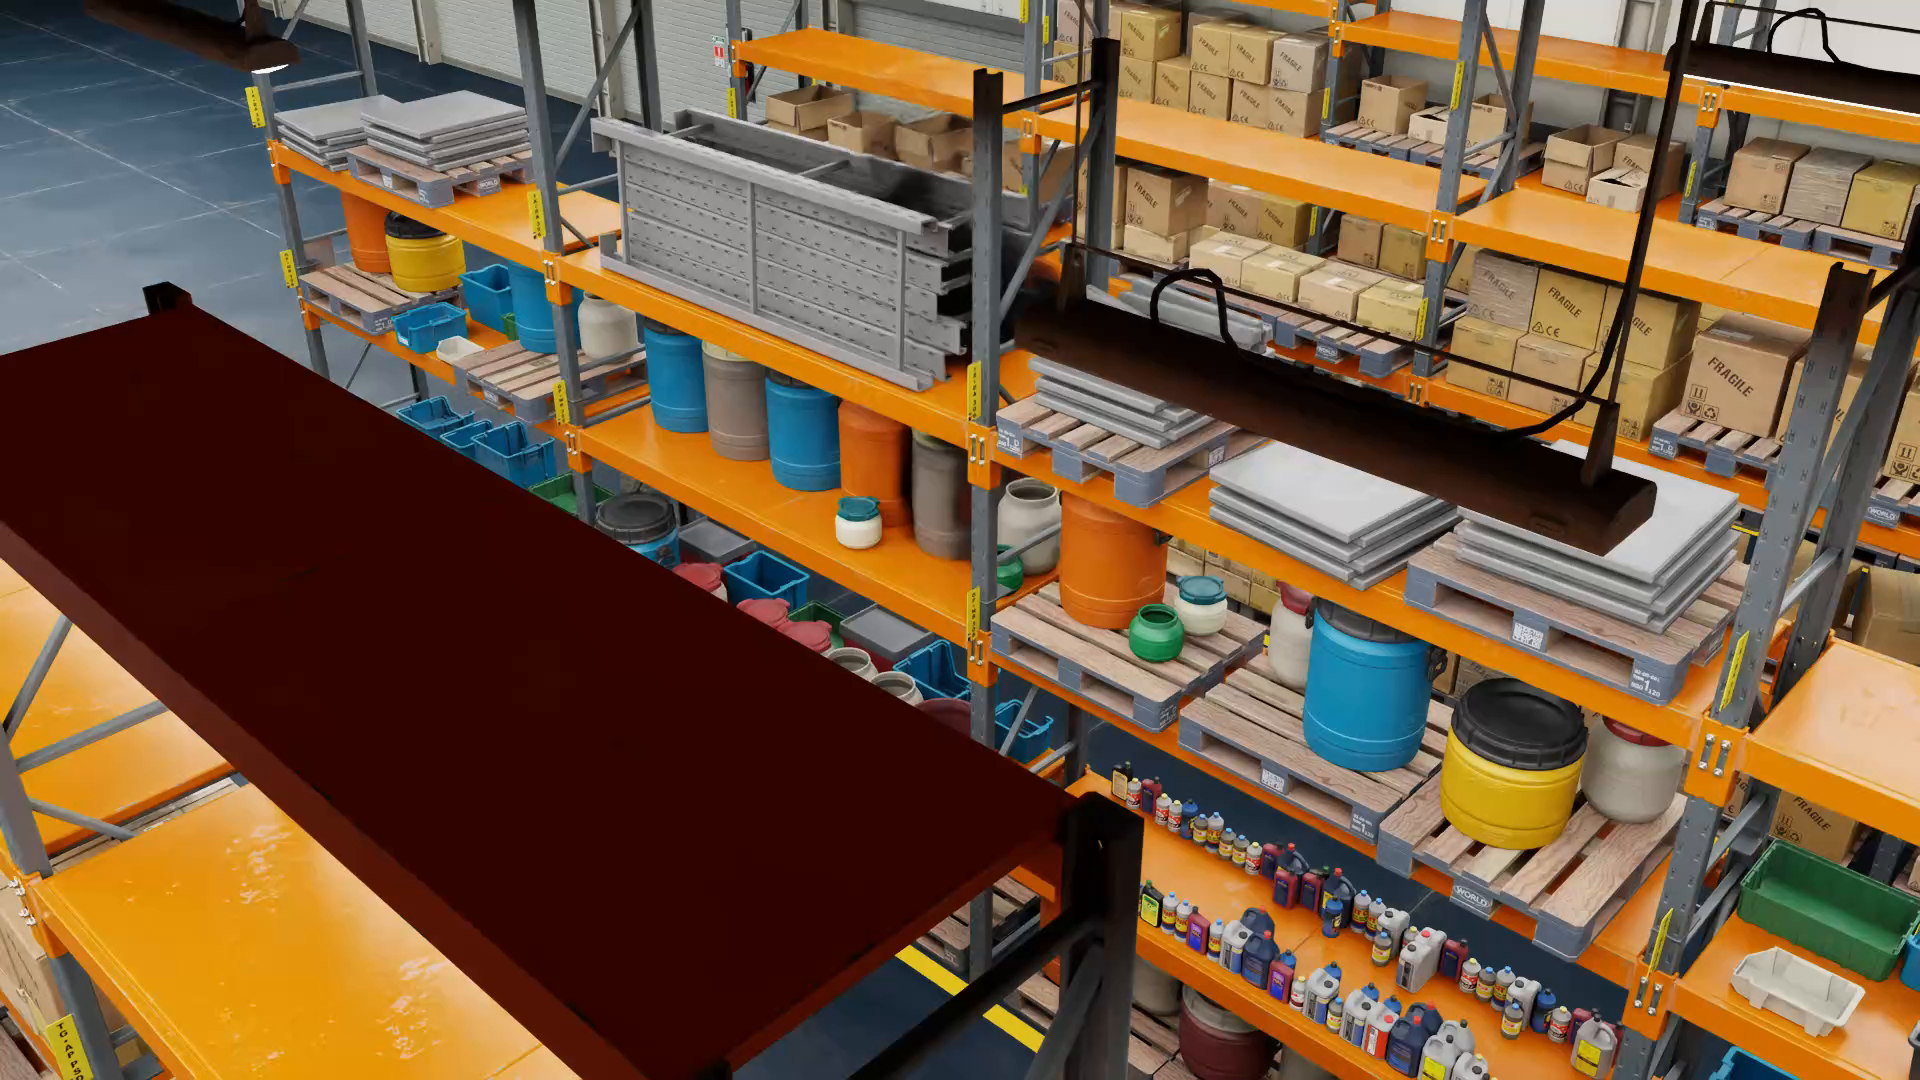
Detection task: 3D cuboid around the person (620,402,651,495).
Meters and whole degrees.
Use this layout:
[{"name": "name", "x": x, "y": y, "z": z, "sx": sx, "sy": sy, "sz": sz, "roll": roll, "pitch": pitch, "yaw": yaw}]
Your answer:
[{"name": "person", "x": -2.991, "y": -0.728, "z": 15.757, "sx": 0.804, "sy": 1.748, "sz": 0.694, "roll": 21, "pitch": 35, "yaw": 32}]

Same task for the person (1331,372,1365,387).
[{"name": "person", "x": 3.883, "y": -1.254, "z": 16.659, "sx": 0.833, "sy": 1.790, "sz": 0.685, "roll": 19, "pitch": 35, "yaw": 30}]
